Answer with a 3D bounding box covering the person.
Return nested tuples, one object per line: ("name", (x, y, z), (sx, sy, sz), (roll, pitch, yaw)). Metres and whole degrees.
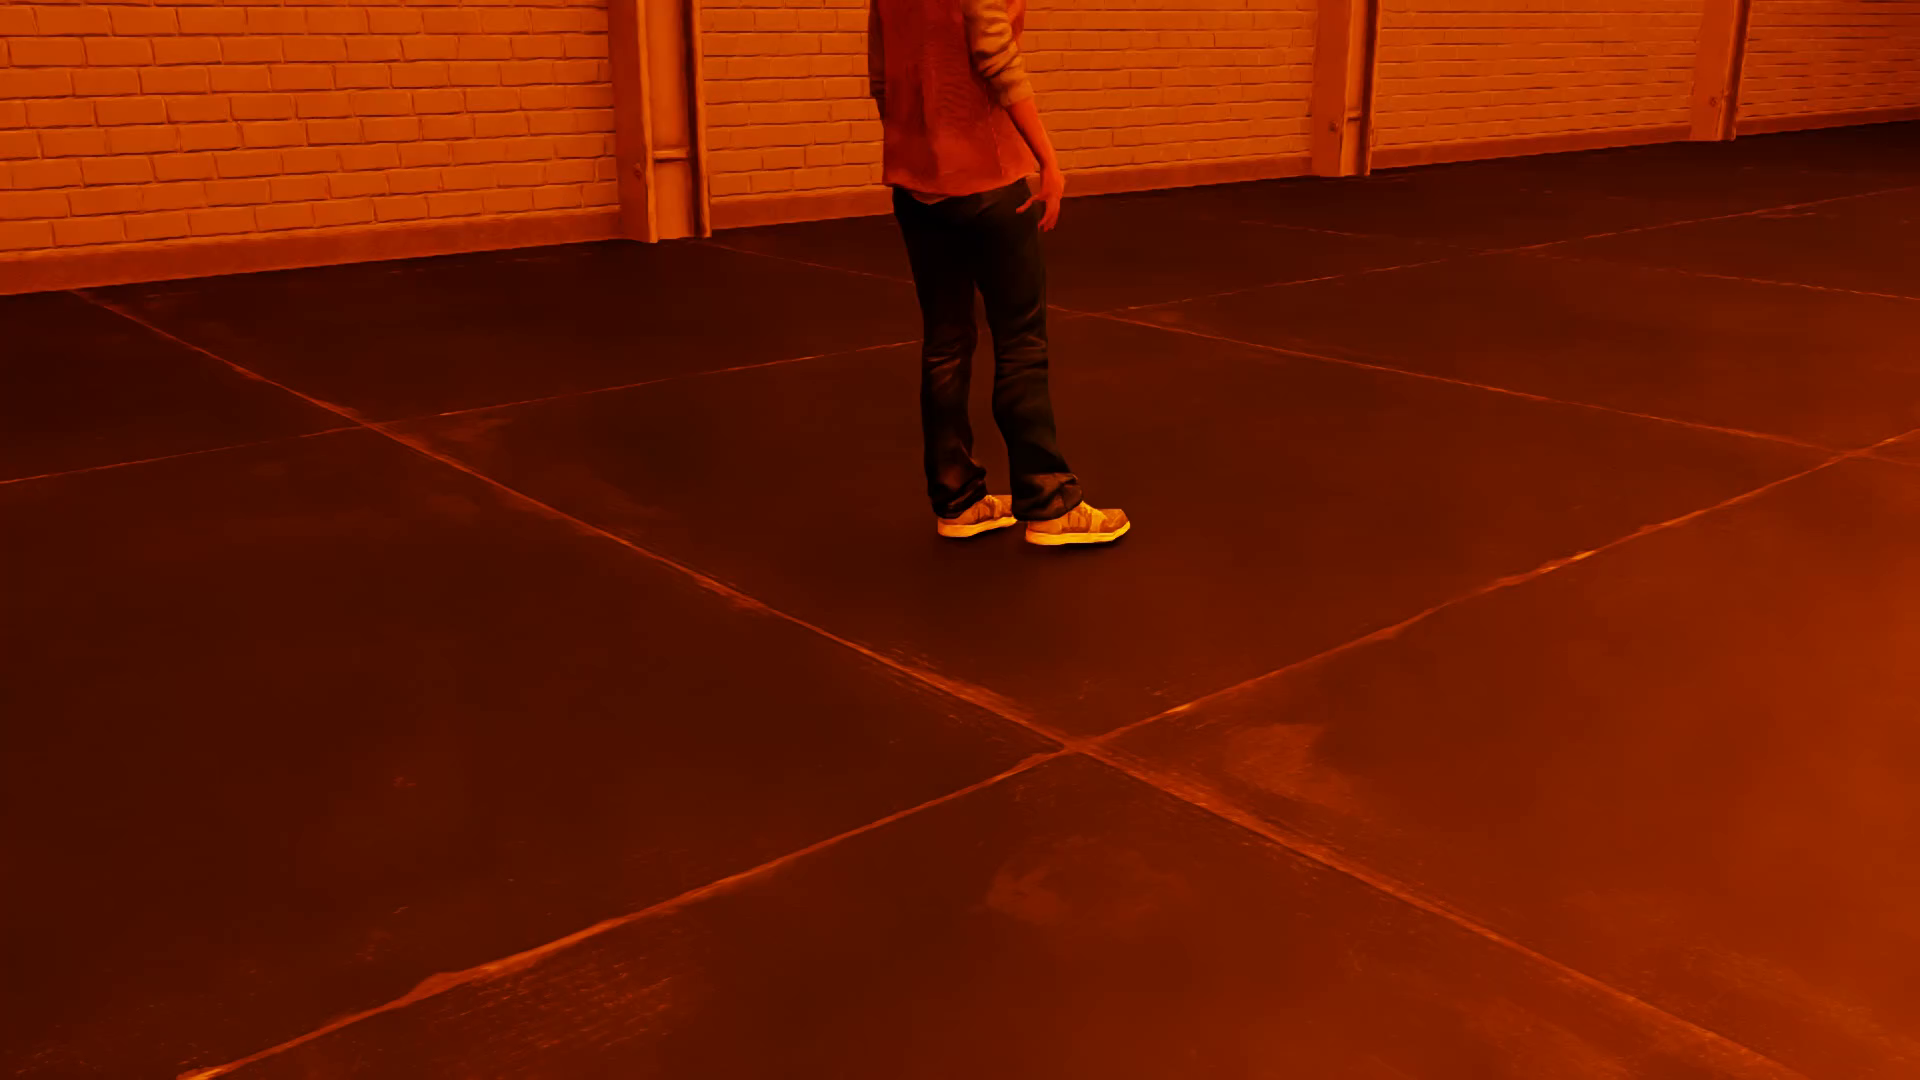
("person", (0.068, -0.780, 3.641), (0.473, 1.599, 0.513), (-14, 22, -38))
